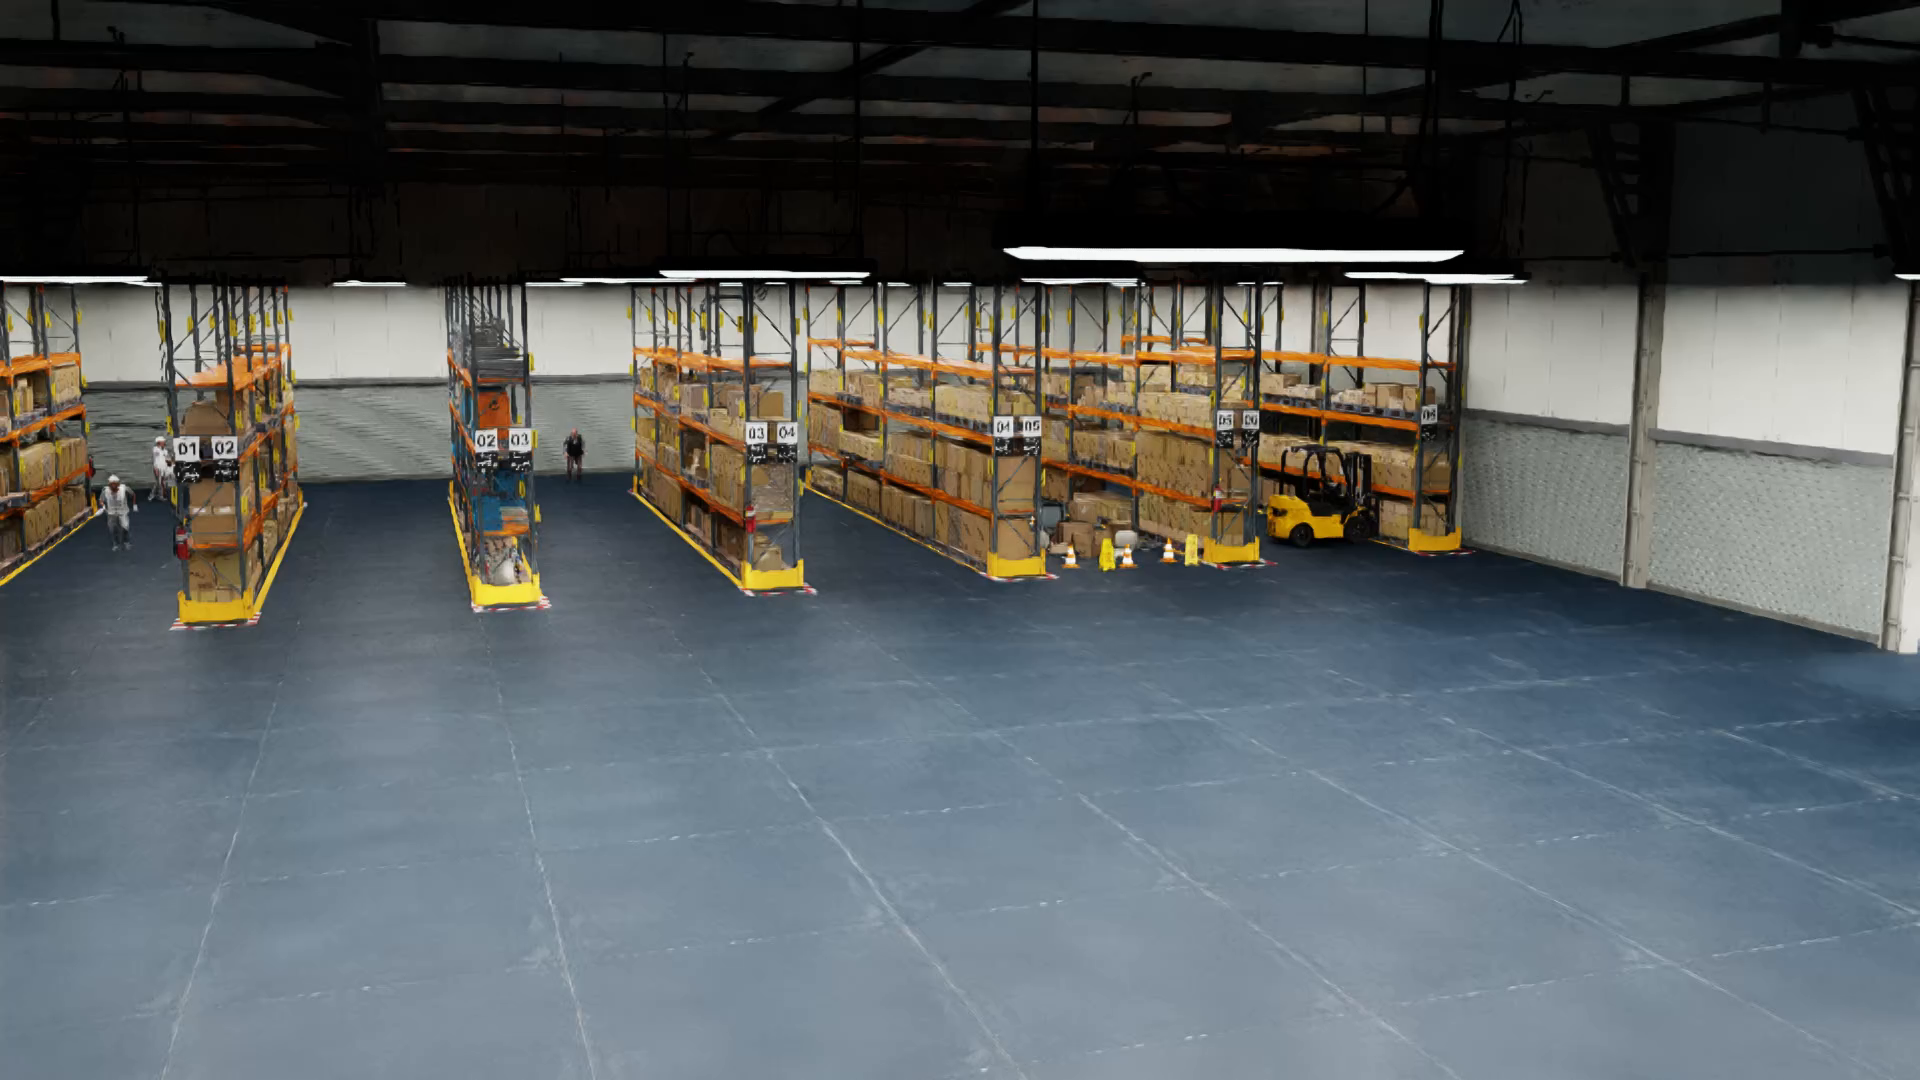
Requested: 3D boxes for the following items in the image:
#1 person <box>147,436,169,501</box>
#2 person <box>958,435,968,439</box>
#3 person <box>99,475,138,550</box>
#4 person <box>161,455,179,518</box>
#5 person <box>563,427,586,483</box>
[{"bbox_3d":[-21.627,-1.920,44.849,0.470,1.763,0.695,2,9,14],"label":"person"},{"bbox_3d":[0.214,-3.168,53.049,0.704,1.779,0.458,7,11,39],"label":"person"},{"bbox_3d":[-18.409,-0.586,36.368,0.704,1.707,0.791,-2,9,-13],"label":"person"},{"bbox_3d":[-19.808,-1.372,41.771,0.456,1.589,1.088,-2,9,-16],"label":"person"},{"bbox_3d":[-11.387,-2.503,49.131,0.677,1.674,0.534,-3,9,-20],"label":"person"}]
